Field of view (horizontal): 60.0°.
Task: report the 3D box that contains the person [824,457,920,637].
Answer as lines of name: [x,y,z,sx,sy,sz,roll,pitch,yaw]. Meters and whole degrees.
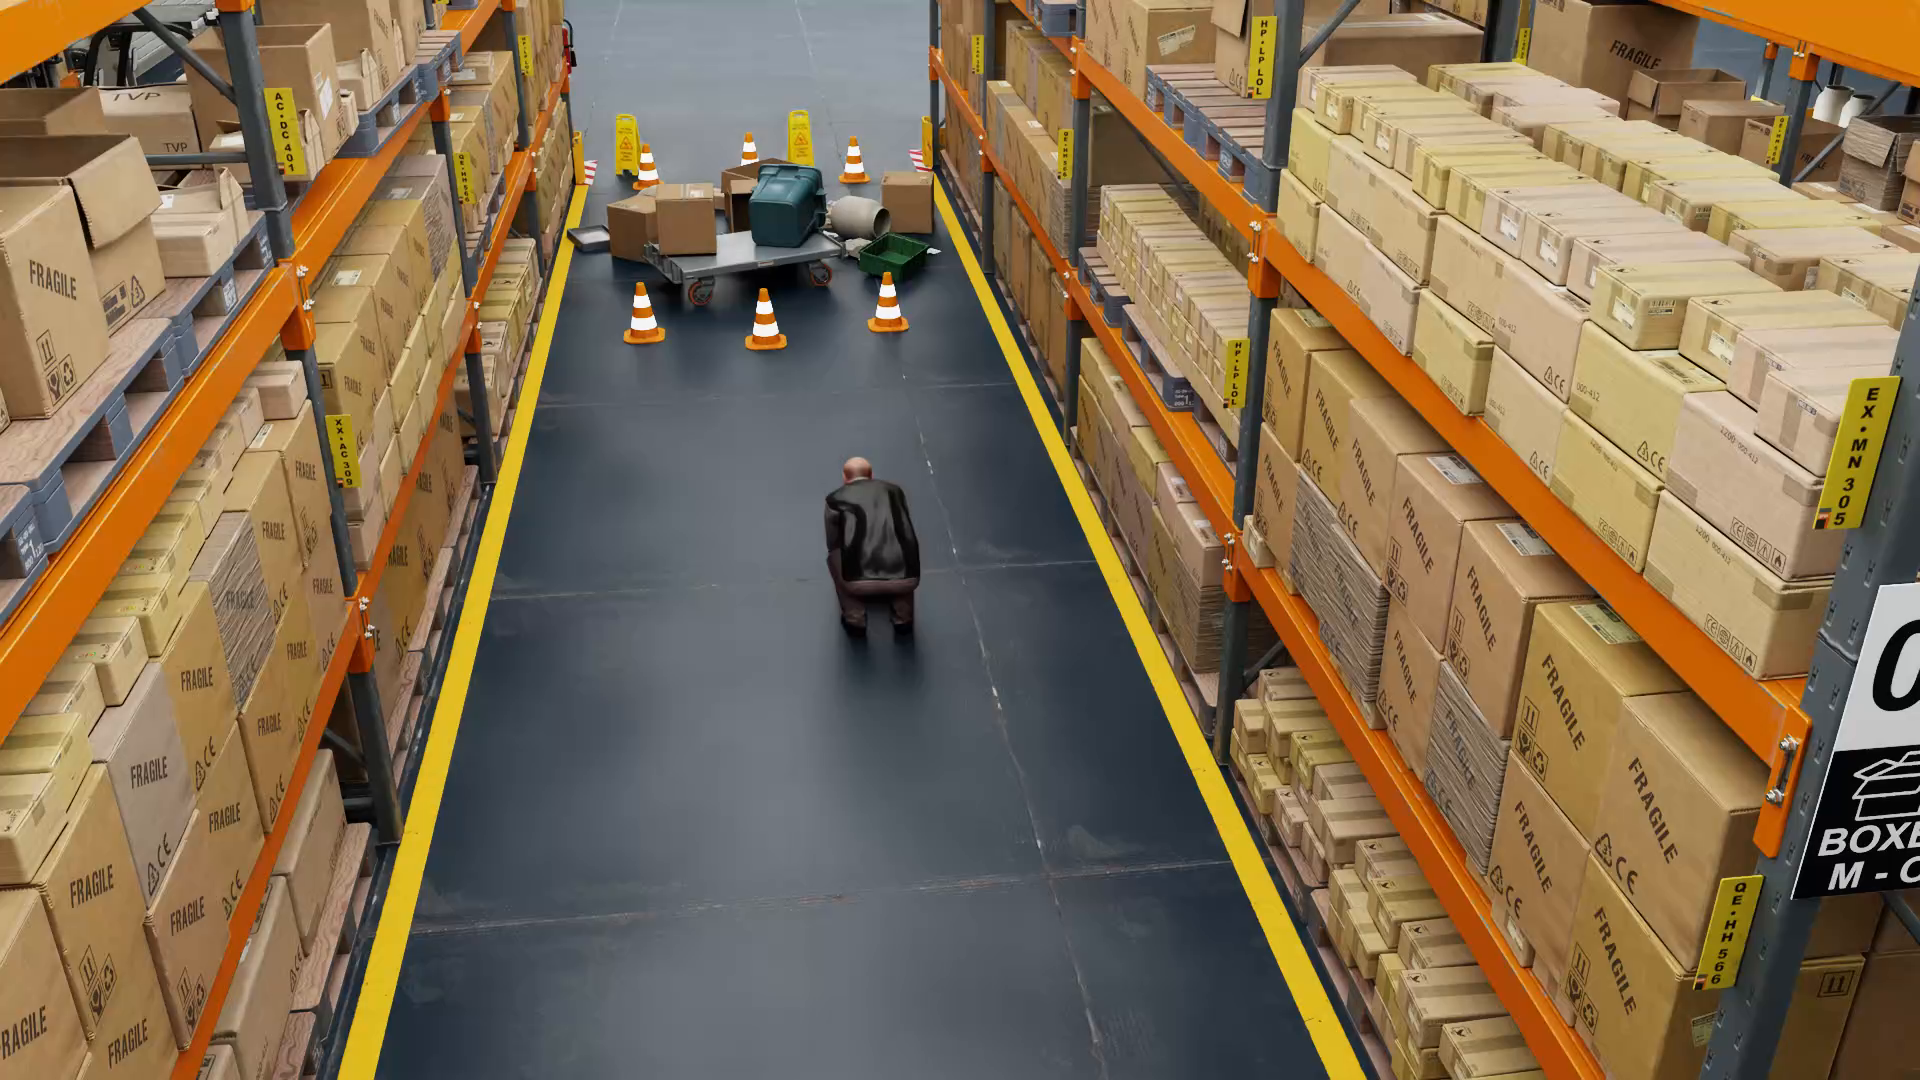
person: [-0.499,0.055,9.519,0.530,0.840,0.875,-4,27,-7]
